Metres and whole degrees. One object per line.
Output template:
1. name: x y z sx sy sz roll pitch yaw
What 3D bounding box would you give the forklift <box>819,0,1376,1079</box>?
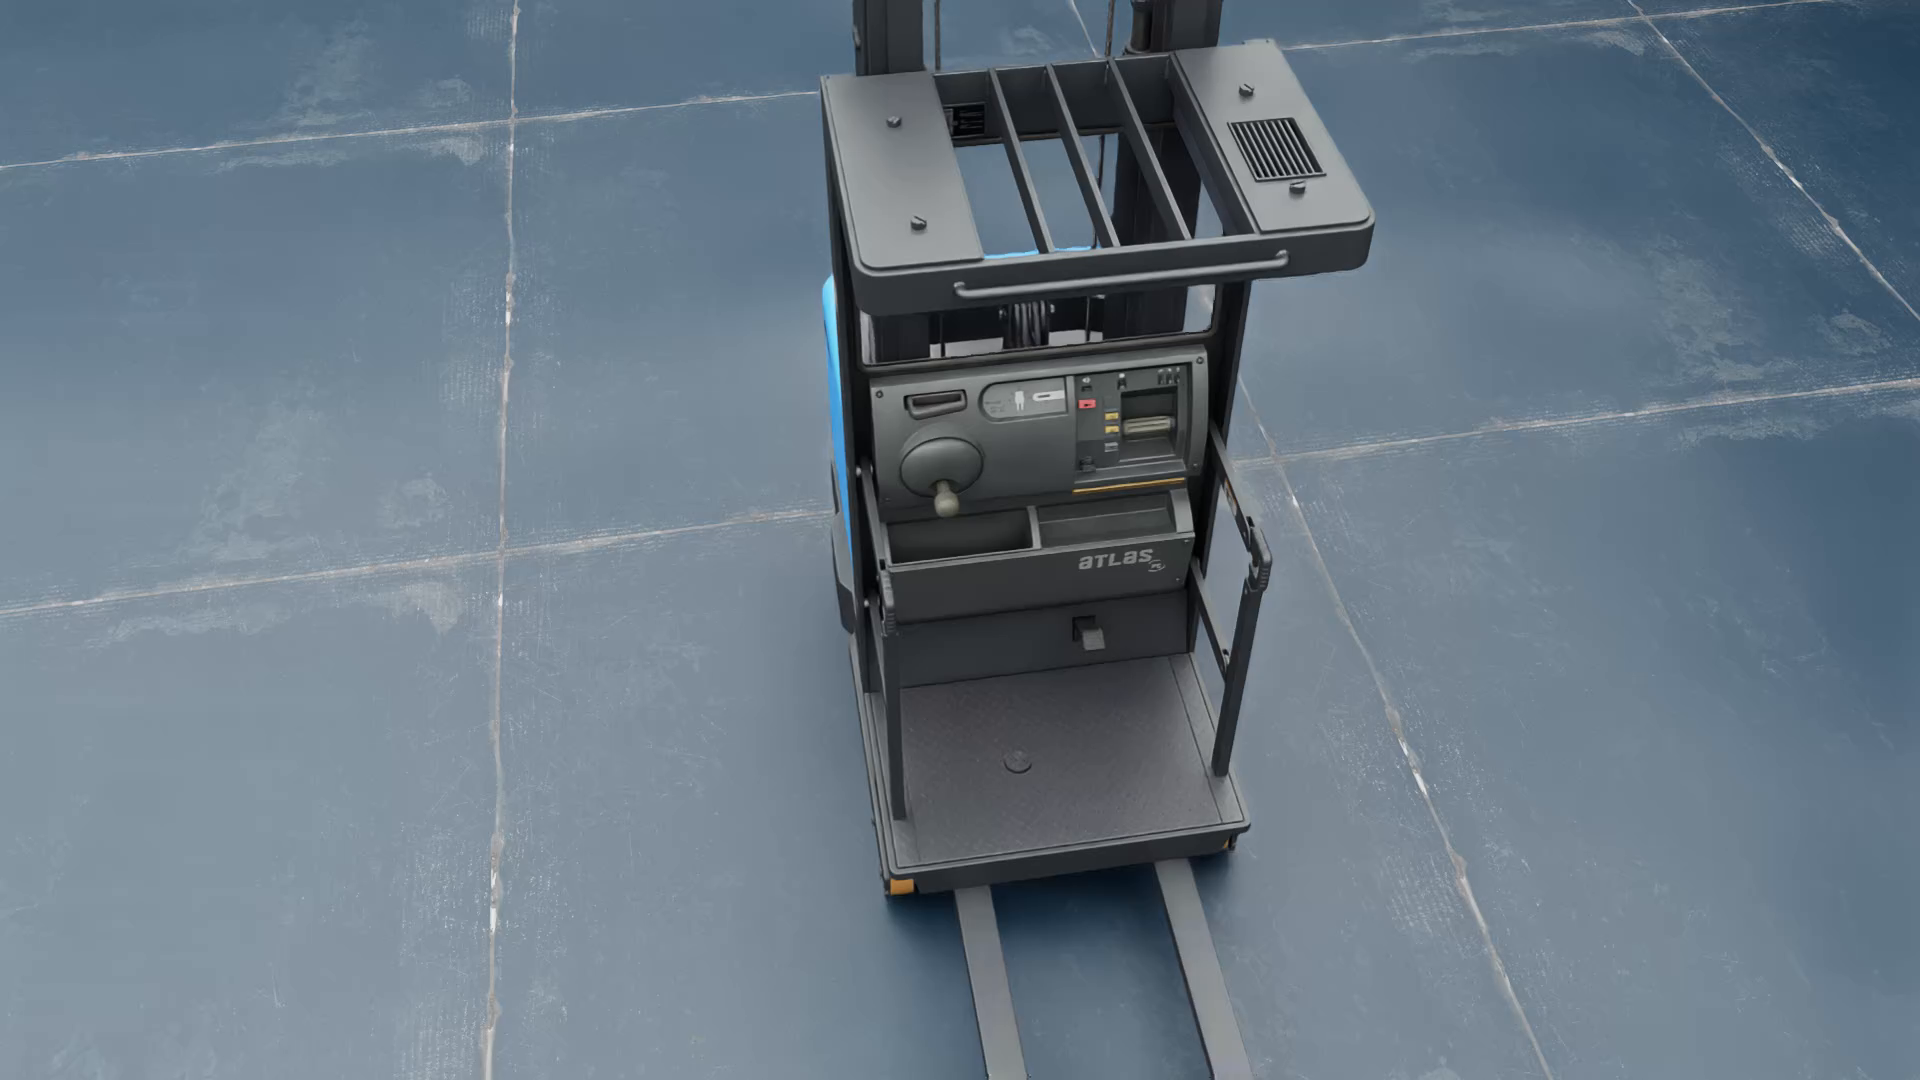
1. forklift: 0.260 -0.199 4.406 1.130 2.935 3.031 -7 46 -6
